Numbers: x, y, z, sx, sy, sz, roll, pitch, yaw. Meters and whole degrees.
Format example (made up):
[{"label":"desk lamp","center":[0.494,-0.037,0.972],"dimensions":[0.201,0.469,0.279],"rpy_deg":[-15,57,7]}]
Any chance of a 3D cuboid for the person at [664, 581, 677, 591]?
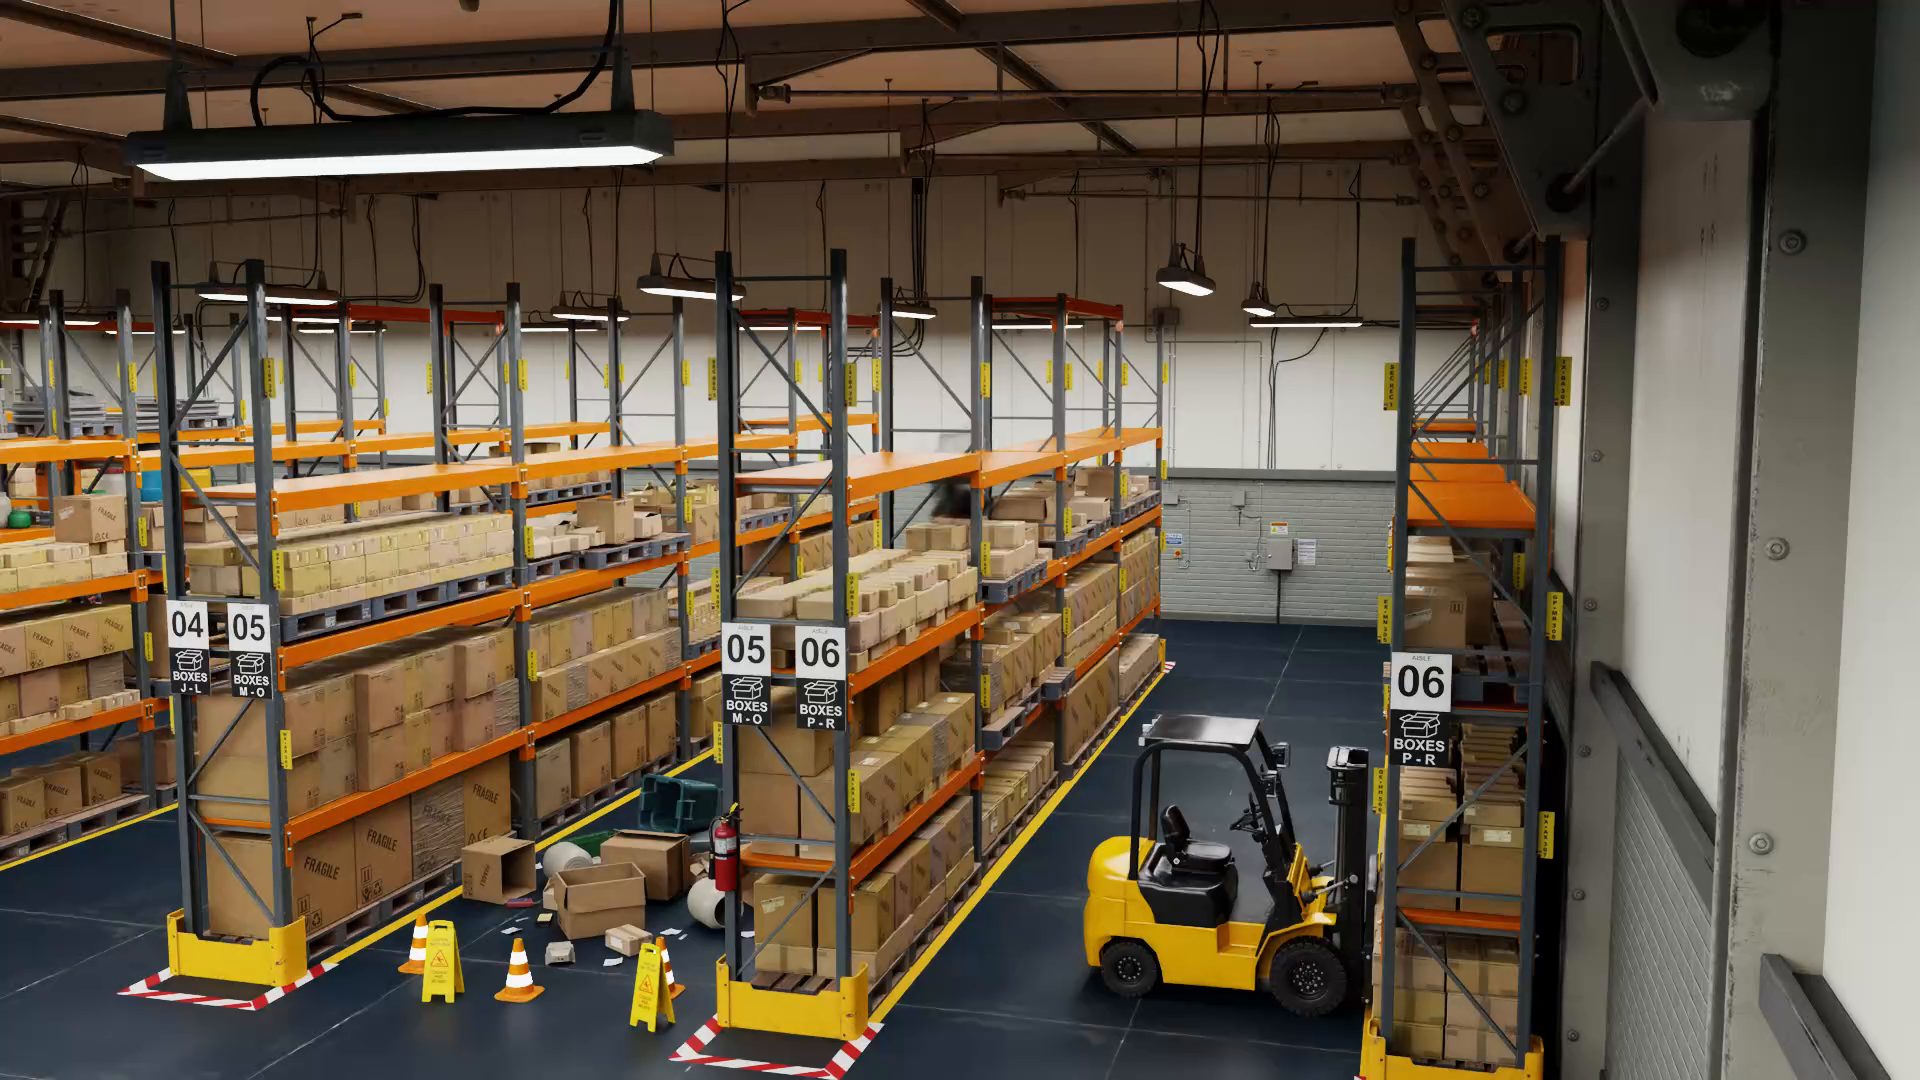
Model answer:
[{"label":"person","center":[-4.564,1.519,26.220],"dimensions":[0.684,1.750,0.683],"rpy_deg":[2,6,17]}]
